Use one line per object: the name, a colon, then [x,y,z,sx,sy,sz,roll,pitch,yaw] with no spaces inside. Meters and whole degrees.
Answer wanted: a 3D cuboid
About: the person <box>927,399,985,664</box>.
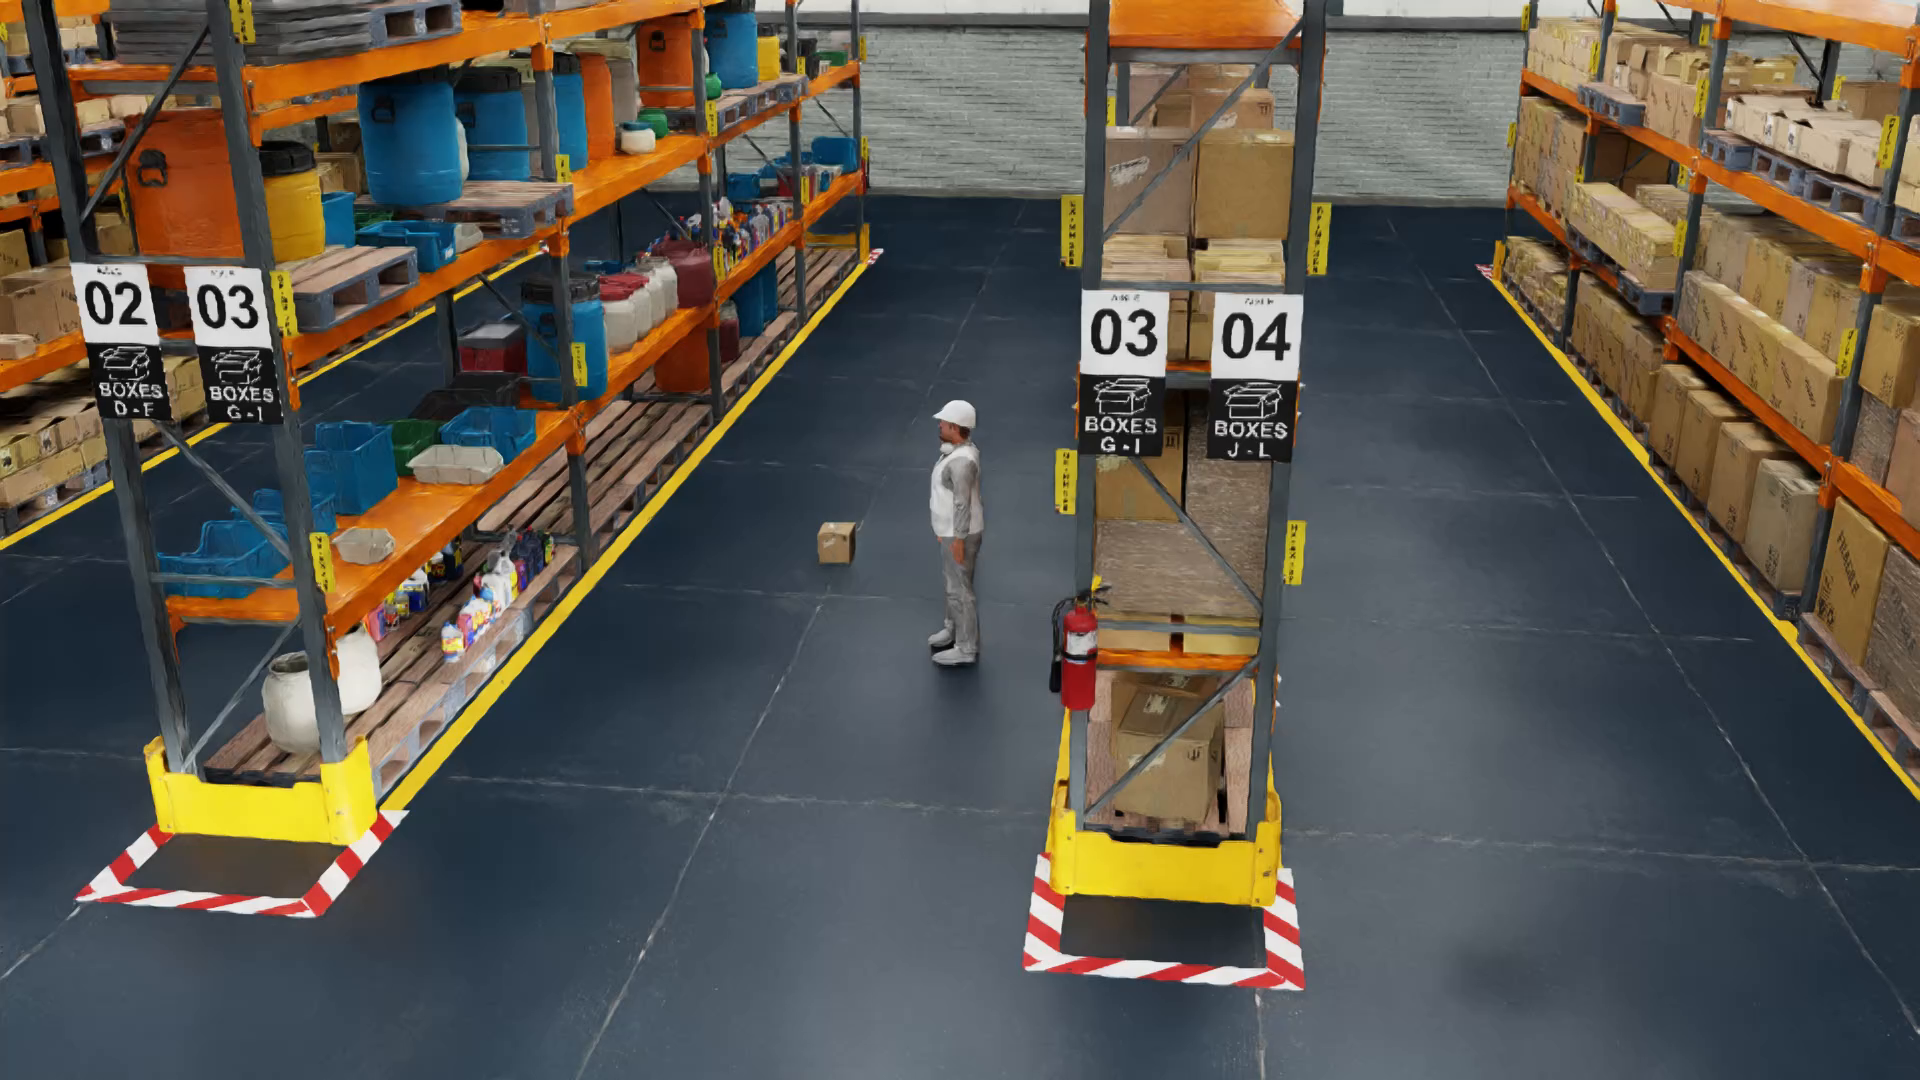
person: [-0.034,-0.076,11.205,0.395,1.773,0.548,0,21,1]
